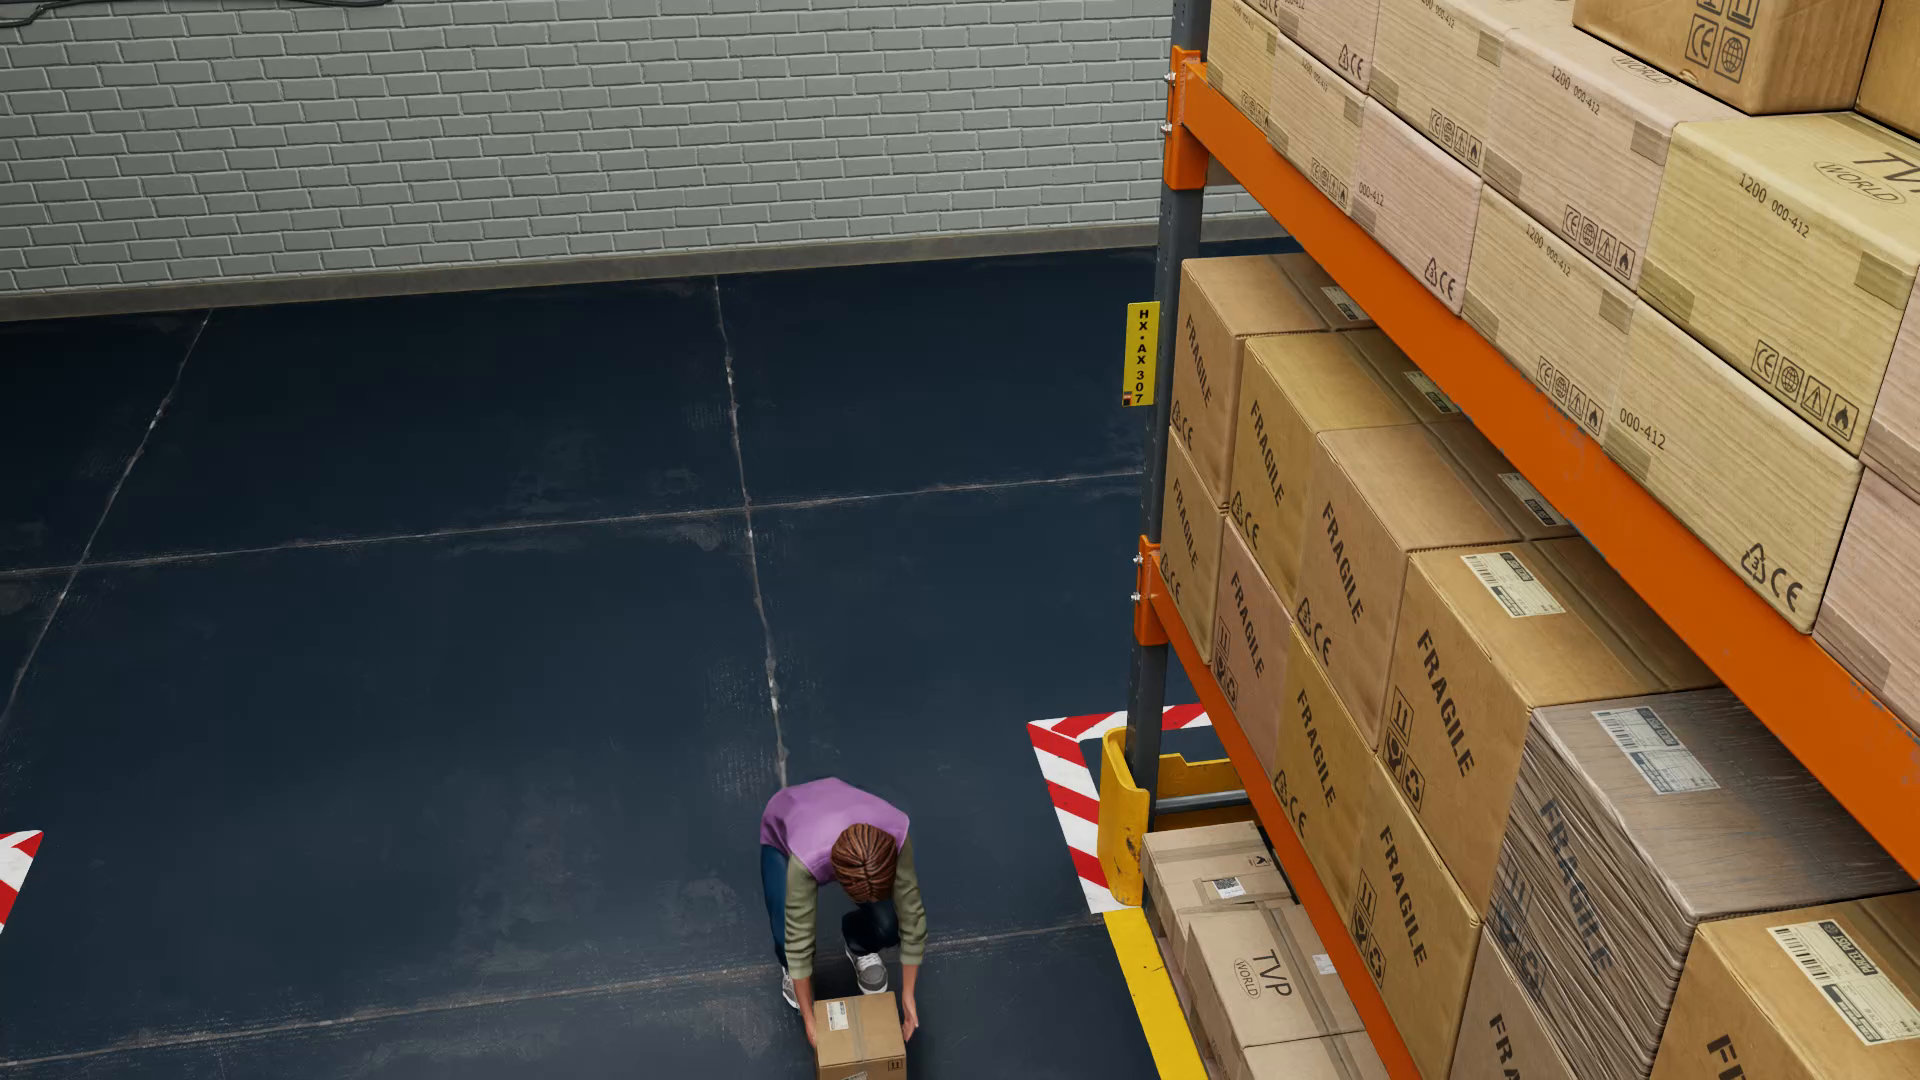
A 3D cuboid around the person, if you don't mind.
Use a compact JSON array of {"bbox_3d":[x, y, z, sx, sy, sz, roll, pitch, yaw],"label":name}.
[{"bbox_3d":[-0.366,1.067,5.053,0.447,0.898,0.792,-7,32,-12],"label":"person"}]
